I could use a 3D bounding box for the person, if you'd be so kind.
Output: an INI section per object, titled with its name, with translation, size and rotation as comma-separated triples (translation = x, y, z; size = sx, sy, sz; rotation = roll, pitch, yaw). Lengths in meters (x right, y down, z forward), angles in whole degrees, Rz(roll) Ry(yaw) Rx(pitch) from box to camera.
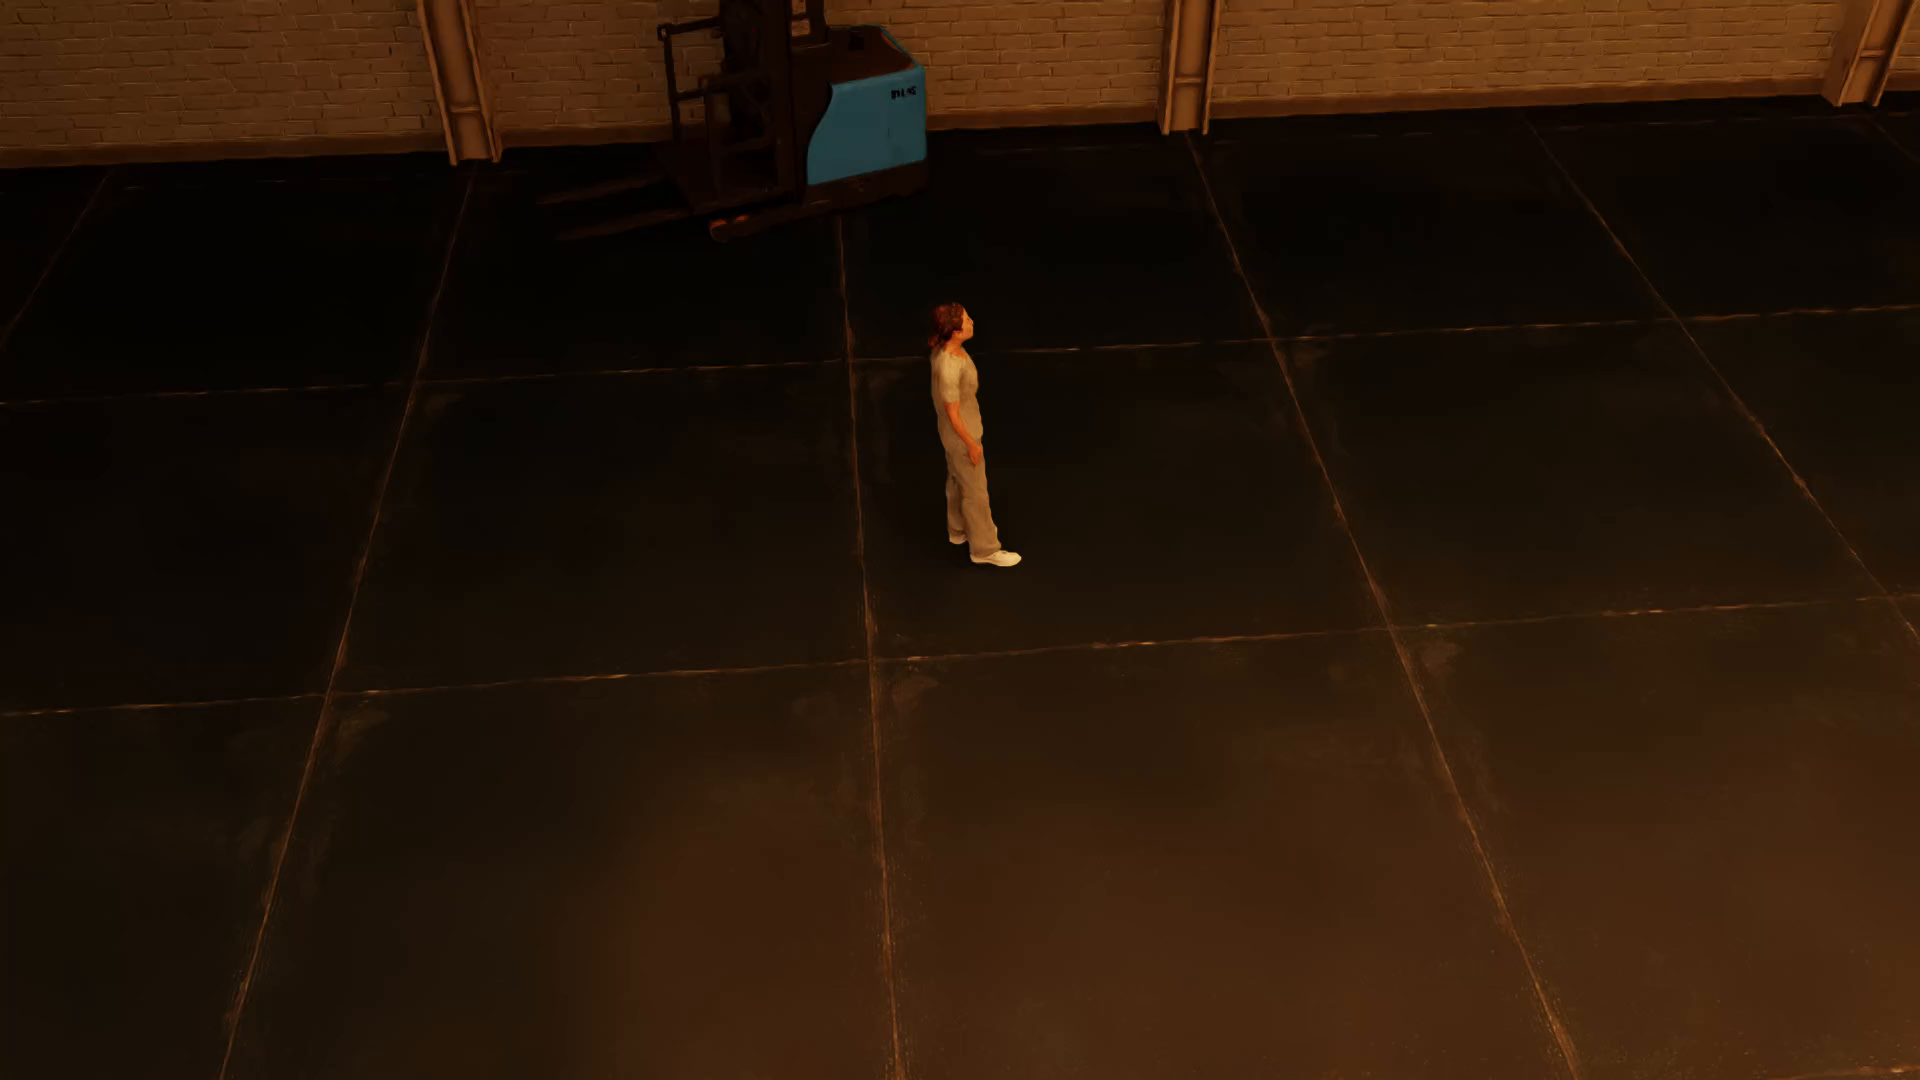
[person]
translation = 0.075, -0.638, 9.639
size = 0.548, 1.674, 0.550
rotation = -3, 41, -4

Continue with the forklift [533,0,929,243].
[forklift]
translation = -1.811, -3.811, 12.394
size = 3.031, 2.935, 1.130
rotation = -17, 43, -19
